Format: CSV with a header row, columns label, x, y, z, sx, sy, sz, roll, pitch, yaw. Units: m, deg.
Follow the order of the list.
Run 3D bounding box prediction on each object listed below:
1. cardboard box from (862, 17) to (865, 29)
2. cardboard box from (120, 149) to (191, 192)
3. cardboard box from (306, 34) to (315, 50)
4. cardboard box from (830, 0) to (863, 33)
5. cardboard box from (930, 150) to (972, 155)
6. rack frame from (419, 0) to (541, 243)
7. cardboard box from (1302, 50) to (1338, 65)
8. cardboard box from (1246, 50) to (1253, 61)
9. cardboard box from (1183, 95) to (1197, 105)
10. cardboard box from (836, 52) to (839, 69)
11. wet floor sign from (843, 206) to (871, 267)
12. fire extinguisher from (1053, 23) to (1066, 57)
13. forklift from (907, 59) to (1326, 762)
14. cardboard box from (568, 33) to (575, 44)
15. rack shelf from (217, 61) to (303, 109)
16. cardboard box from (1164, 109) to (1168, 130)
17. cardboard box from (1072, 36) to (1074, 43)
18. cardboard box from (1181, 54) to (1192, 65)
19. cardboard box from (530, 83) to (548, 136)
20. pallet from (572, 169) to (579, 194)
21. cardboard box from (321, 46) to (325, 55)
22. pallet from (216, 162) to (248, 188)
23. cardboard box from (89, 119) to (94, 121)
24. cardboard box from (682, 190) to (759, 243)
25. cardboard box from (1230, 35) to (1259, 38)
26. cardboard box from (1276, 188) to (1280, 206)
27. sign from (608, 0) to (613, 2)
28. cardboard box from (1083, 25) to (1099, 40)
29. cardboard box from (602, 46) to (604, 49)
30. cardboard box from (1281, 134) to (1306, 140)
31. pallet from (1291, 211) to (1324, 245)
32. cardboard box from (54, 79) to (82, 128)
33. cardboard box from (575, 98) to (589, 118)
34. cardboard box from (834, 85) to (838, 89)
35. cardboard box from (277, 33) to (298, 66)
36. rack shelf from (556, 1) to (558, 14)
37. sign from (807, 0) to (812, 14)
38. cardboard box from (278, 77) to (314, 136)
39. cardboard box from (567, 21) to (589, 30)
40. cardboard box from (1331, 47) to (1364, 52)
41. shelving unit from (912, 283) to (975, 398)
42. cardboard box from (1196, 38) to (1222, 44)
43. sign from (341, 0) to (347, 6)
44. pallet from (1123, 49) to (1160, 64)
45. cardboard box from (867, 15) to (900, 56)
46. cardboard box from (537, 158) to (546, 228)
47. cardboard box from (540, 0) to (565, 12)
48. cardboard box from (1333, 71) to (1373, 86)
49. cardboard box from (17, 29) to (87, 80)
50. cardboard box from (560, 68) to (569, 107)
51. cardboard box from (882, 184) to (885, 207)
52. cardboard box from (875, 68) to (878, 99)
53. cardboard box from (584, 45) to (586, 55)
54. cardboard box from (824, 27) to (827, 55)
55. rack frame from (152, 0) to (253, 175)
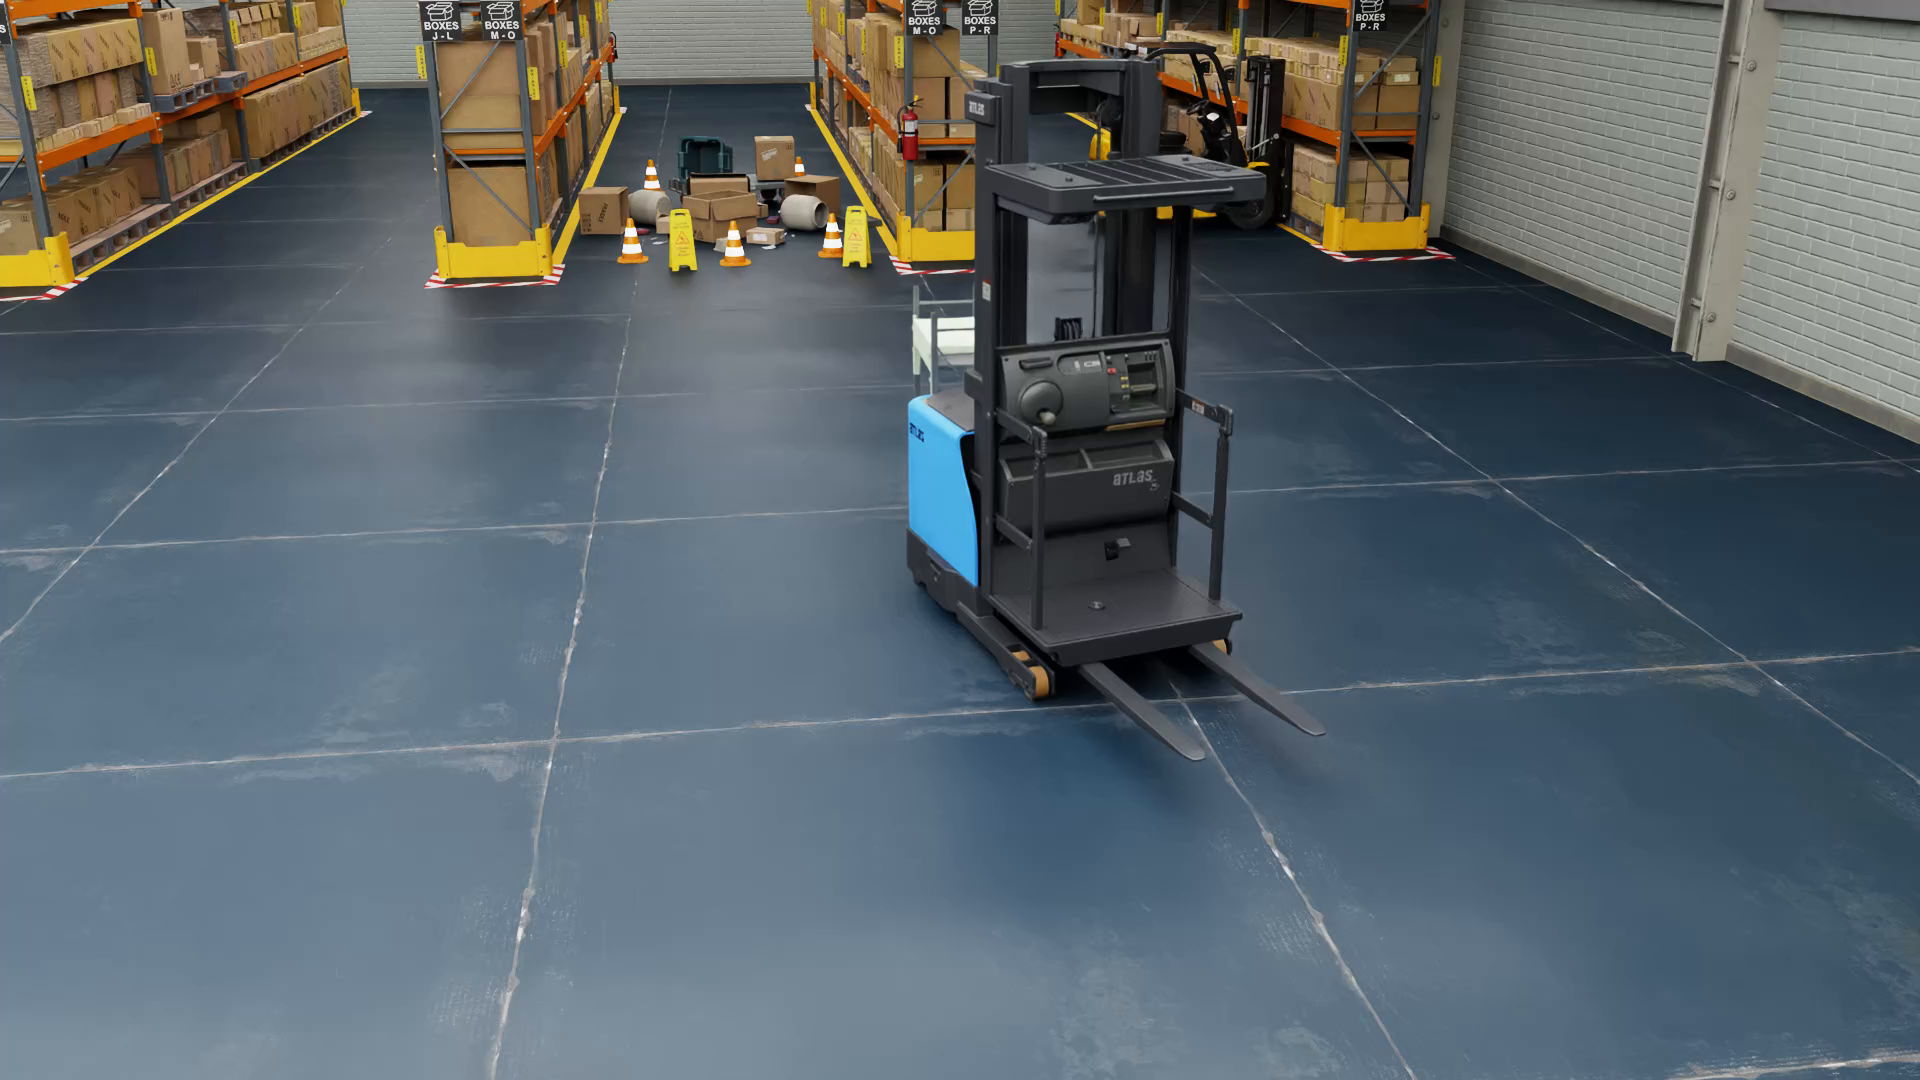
label,x,y,z,sx,sy,sz,roll,pitch,yaw
cardboard box,-1.143,-7.113,22.879,0.380,0.149,0.250,-4,21,-10
cardboard box,-10.602,-4.861,21.889,0.700,0.500,0.500,-3,21,-8
cardboard box,-11.513,-8.634,28.835,0.500,0.250,0.500,-3,21,-8
cardboard box,-1.881,-8.716,27.694,0.500,0.500,0.500,-3,21,-9
cardboard box,-0.092,-4.478,20.176,0.500,0.500,0.500,-3,21,-7
rack frame,-4.985,-4.277,17.380,1.000,3.000,0.127,-3,21,-8
cardboard box,4.310,-5.764,19.867,0.380,0.149,0.250,-2,21,-6
cardboard box,4.019,-6.425,22.062,0.380,0.149,0.250,-3,21,-9
cardboard box,3.878,-7.202,27.257,0.380,0.149,0.250,-2,21,-6
cardboard box,-1.730,-7.774,26.958,0.500,0.250,0.500,-3,21,-8
wet floor sign,-1.133,-3.339,18.233,0.267,0.644,0.232,4,21,11
fire extinguisher,2.025,-10.169,33.800,0.296,0.674,0.183,-3,21,-8
forklift,0.725,-0.760,8.061,1.130,2.935,3.031,-8,22,-21
cardboard box,-6.014,-7.576,25.121,0.380,0.149,0.250,-3,21,-8
rack shelf,-11.349,-7.187,26.200,1.077,0.370,4.000,-3,21,-8
cardboard box,3.383,-6.744,26.959,0.500,0.500,0.500,-2,21,-6
cardboard box,2.410,-9.842,32.639,0.380,0.149,0.250,-2,21,-6
cardboard box,3.608,-7.225,24.774,0.500,0.250,0.500,-3,21,-9
cardboard box,-5.141,-4.863,18.734,0.875,0.550,0.550,-3,21,-8
pallet,-5.926,-5.042,23.414,1.003,0.211,1.213,-3,21,-8
cardboard box,-11.577,-8.758,29.736,0.380,0.149,0.250,-4,21,-9
pallet,-10.950,-5.255,23.983,1.003,0.211,1.213,-3,21,-8
cardboard box,-10.000,-4.659,18.761,0.380,0.149,0.250,-3,21,-8
cardboard box,-2.860,-3.872,19.865,0.637,0.503,0.797,17,27,39
cardboard box,4.213,-7.395,24.660,0.380,0.149,0.250,-3,21,-9
cardboard box,4.207,-4.393,21.022,0.500,0.250,0.500,-2,21,-6
sign,-6.739,-10.528,32.010,0.100,0.325,0.005,-3,21,-8
cardboard box,2.620,-9.547,31.280,0.500,0.250,0.500,-3,21,-8
cardboard box,-6.846,-9.246,31.044,0.380,0.149,0.250,-4,21,-10
cardboard box,4.140,-5.042,21.330,0.500,0.250,0.500,-2,21,-6
pallet,4.658,-3.769,20.007,1.003,0.211,1.213,-3,21,-8
cardboard box,-10.180,-4.782,18.164,0.875,0.500,0.500,-3,21,-8
cardboard box,-5.998,-6.675,25.700,0.500,0.250,0.500,-4,21,-10
cardboard box,-1.945,-8.245,31.067,0.875,0.438,0.875,-4,21,-9
cardboard box,-11.300,-8.115,27.514,0.500,0.500,0.500,-3,21,-8
rack shelf,-5.850,-7.422,22.543,1.077,0.370,4.000,-3,21,-8
sign,-2.958,-10.518,32.739,0.100,0.325,0.005,-3,21,-8
cardboard box,-11.525,-7.197,27.635,1.225,0.875,0.875,-3,21,-8
cardboard box,-6.464,-8.660,28.025,0.380,0.149,0.250,-2,21,-5
cardboard box,4.778,-5.967,20.410,0.380,0.149,0.250,-3,21,-7
shelving unit,-0.024,-0.716,9.990,0.431,1.500,0.755,-3,21,-9
cardboard box,3.636,-7.185,24.095,0.380,0.149,0.250,-3,21,-9
sign,-11.675,-10.277,31.452,0.100,0.325,0.005,-3,21,-8
pallet,3.372,-8.166,28.067,1.003,0.211,1.213,-3,21,-8
cardboard box,-0.777,-6.260,20.692,0.700,0.500,0.500,-3,21,-7
cardboard box,-5.277,-4.014,19.113,0.875,0.875,0.875,-3,21,-9
cardboard box,-7.050,-9.235,28.659,0.500,0.500,0.500,-4,21,-10
cardboard box,4.483,-5.270,18.968,0.380,0.149,0.250,-3,21,-7
cardboard box,-9.856,-5.267,18.034,0.500,0.500,0.500,-3,21,-8
cardboard box,-5.371,-5.904,21.594,0.500,0.500,0.500,-3,21,-7
cardboard box,-0.693,-4.269,20.689,0.500,0.250,0.500,-3,21,-8
cardboard box,-0.795,-5.794,20.873,0.500,0.500,0.500,-3,21,-8
cardboard box,-6.271,-7.932,26.926,0.380,0.149,0.250,-2,21,-5
cardboard box,-2.151,-8.911,29.644,0.500,0.500,0.500,-3,21,-7
rack frame,-11.061,-6.831,24.220,1.000,3.000,0.127,-3,21,-8
